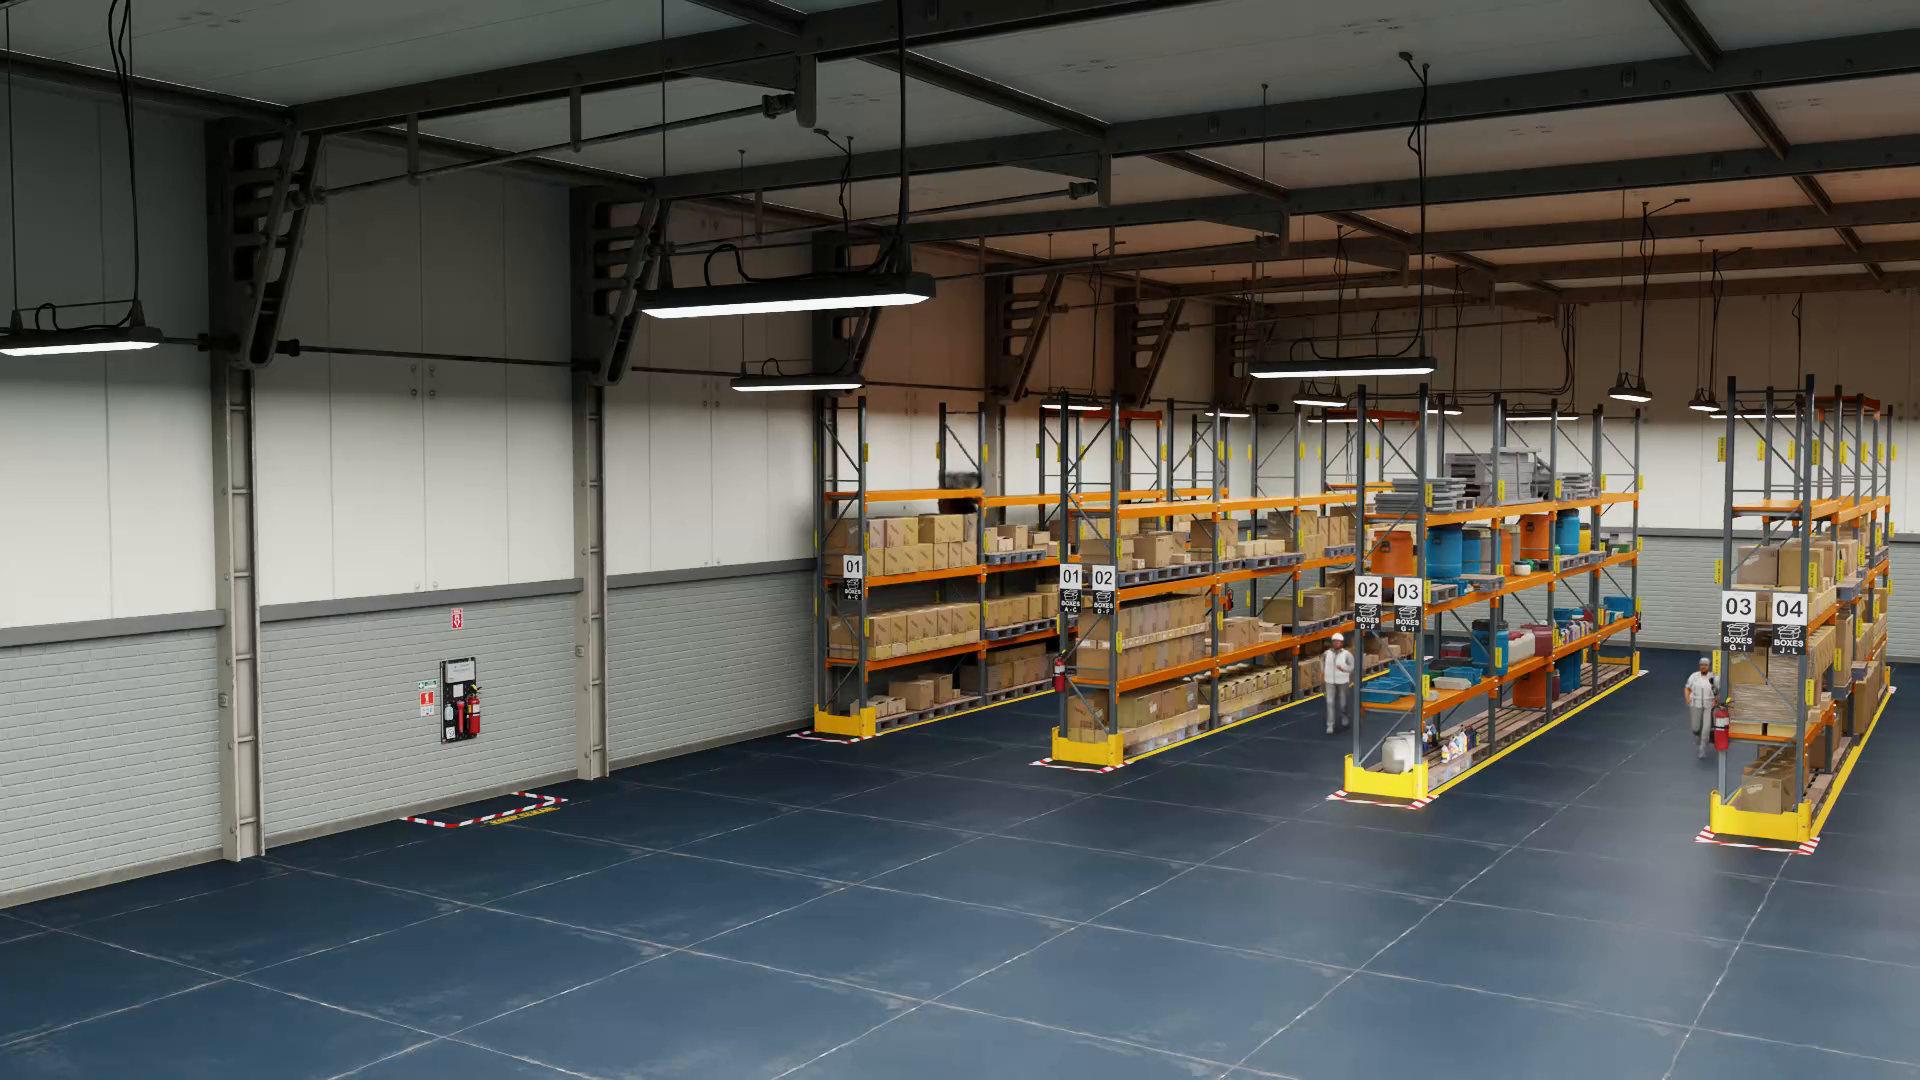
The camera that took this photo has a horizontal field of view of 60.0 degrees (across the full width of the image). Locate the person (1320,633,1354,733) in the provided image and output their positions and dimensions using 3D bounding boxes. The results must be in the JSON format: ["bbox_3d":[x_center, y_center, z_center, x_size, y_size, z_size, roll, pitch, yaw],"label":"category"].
[{"bbox_3d":[6.742,2.541,29.758,0.663,1.750,0.958,1,3,23],"label":"person"}]

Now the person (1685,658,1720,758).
[{"bbox_3d":[12.323,2.766,27.539,0.614,1.617,0.575,2,3,29],"label":"person"}]
